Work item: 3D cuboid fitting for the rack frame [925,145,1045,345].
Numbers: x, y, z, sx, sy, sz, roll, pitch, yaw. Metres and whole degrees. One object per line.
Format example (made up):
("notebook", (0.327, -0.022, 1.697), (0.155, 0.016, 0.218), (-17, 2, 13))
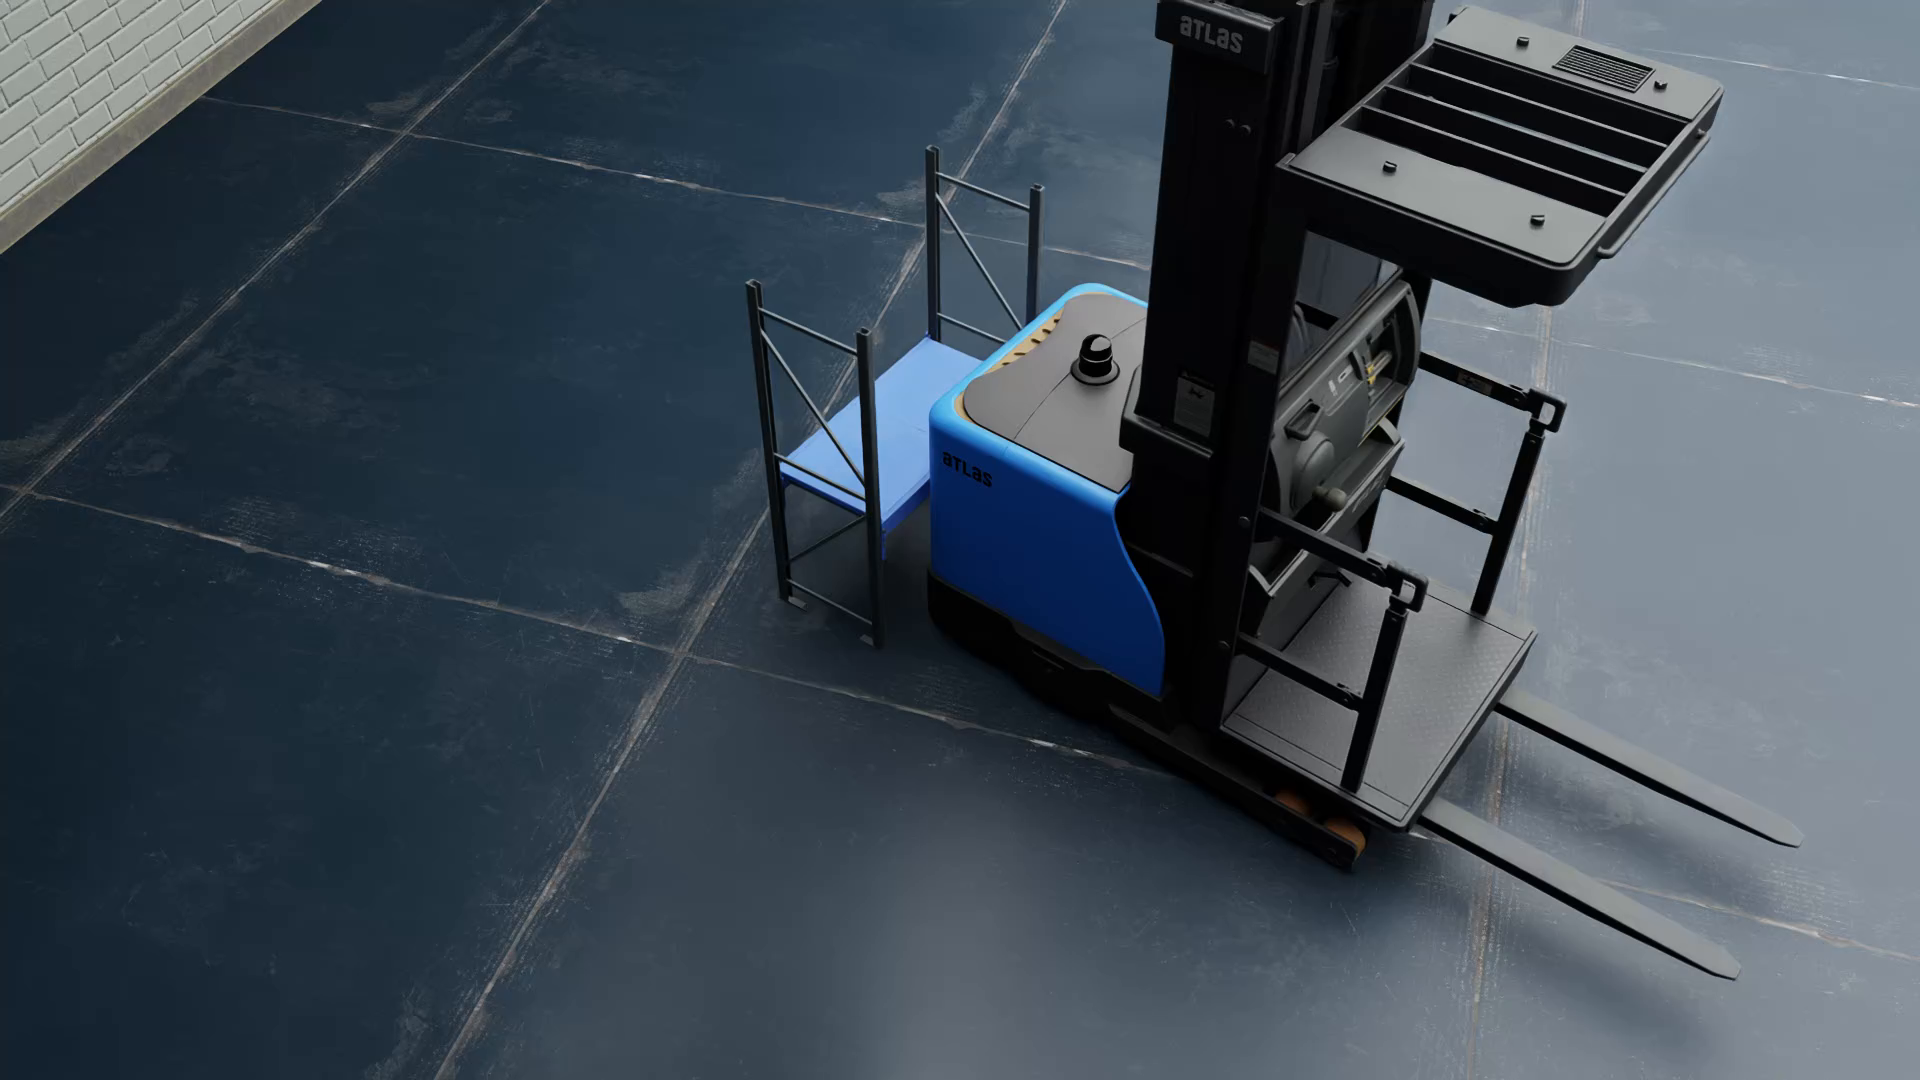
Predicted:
("rack frame", (0.087, -0.802, 6.497), (0.500, 1.500, 0.032), (26, 50, 24))

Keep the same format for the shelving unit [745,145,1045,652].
("shelving unit", (-0.202, -0.510, 6.198), (0.538, 1.500, 1.048), (26, 50, 24))

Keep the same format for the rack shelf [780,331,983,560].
("rack shelf", (-0.202, -0.381, 6.324), (0.538, 0.185, 1.000), (26, 50, 24))

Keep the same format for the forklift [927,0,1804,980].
("forklift", (1.357, -0.374, 5.037), (3.031, 2.935, 1.130), (28, 51, 26))

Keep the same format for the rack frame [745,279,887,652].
("rack frame", (-0.492, -0.217, 5.900), (0.500, 1.500, 0.032), (26, 50, 24))
